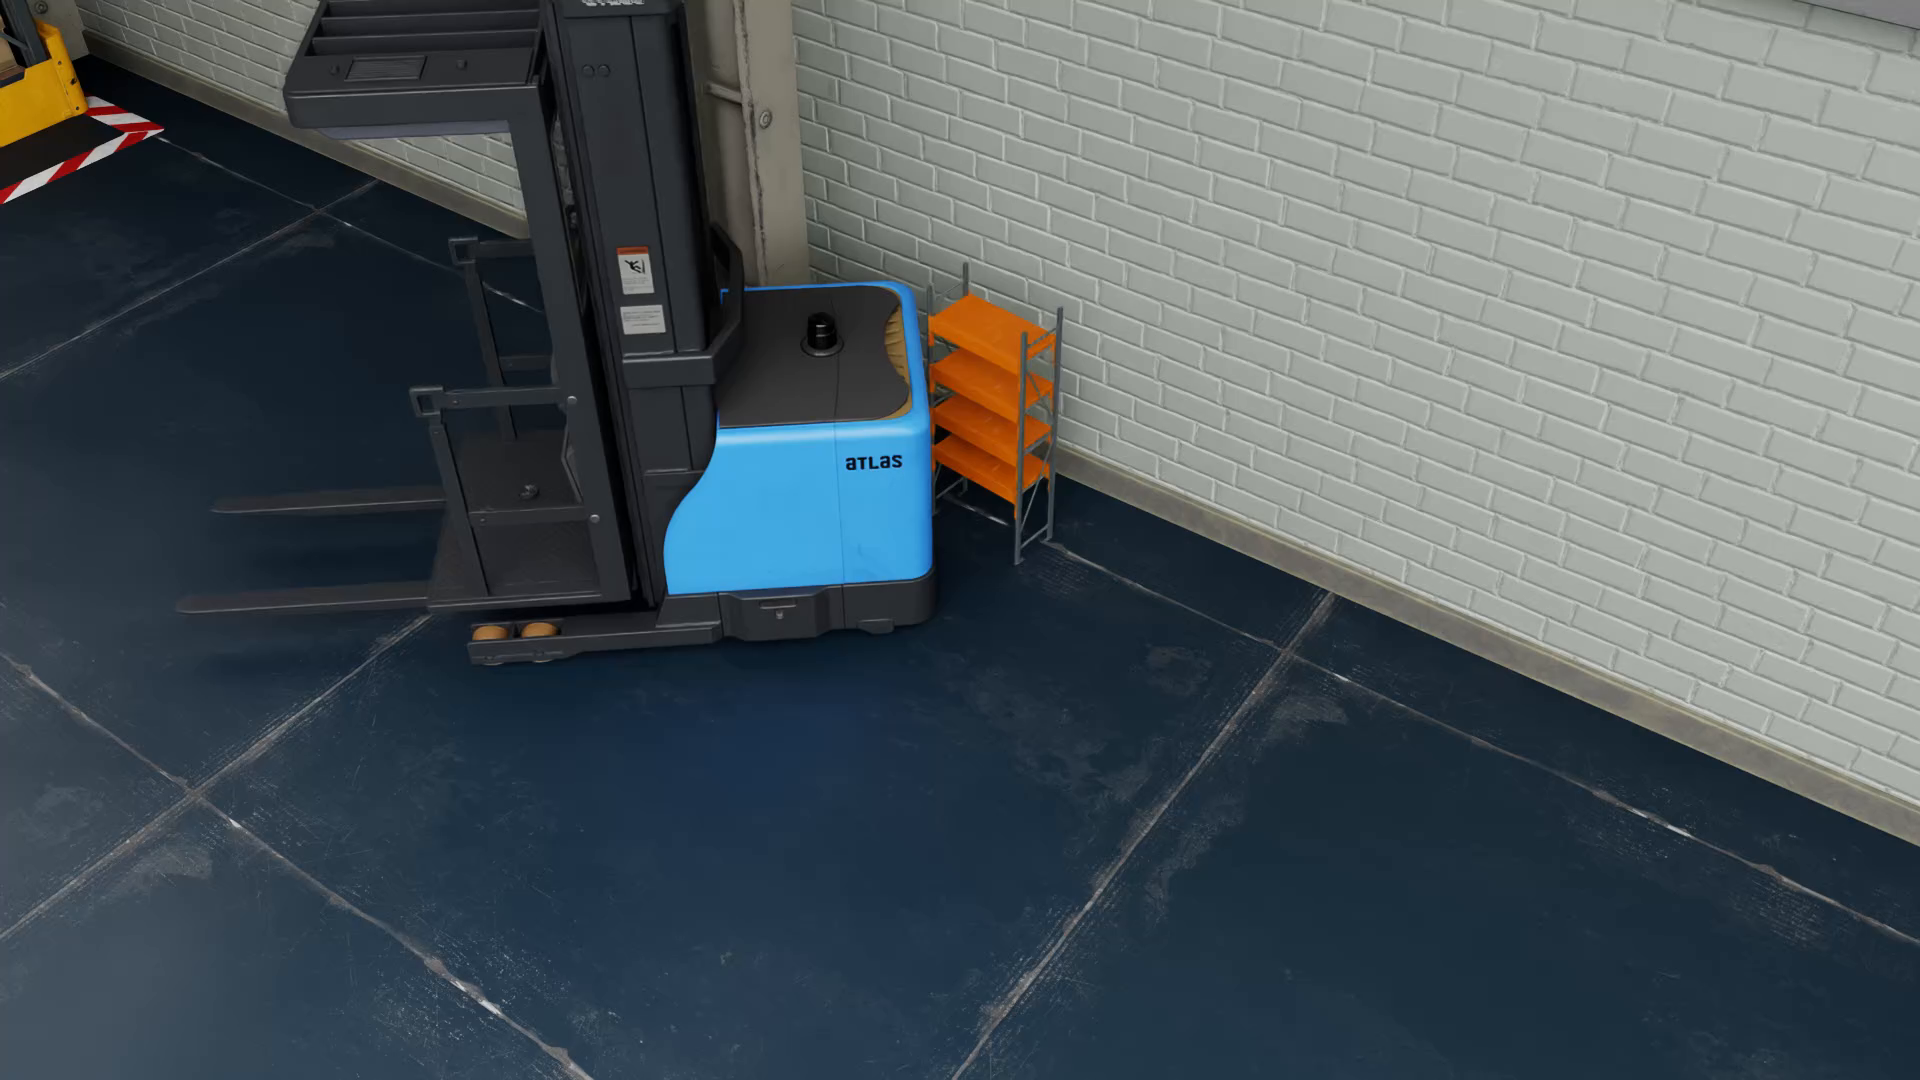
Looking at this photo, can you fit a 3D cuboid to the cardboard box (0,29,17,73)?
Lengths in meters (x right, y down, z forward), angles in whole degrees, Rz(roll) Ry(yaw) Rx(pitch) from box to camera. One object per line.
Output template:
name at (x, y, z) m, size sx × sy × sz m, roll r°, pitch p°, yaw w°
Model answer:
cardboard box at (-6.107, -2.950, 10.044) m, size 0.500 × 0.250 × 0.500 m, roll 25°, pitch 48°, yaw 25°

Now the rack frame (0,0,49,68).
rack frame at (-5.817, -3.523, 8.938) m, size 0.127 × 3.000 × 1.000 m, roll 25°, pitch 48°, yaw 25°

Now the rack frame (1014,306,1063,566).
rack frame at (0.318, -0.400, 6.797) m, size 0.015 × 1.200 × 0.240 m, roll 30°, pitch 50°, yaw 29°

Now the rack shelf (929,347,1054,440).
rack shelf at (0.134, -0.623, 6.812) m, size 0.480 × 0.148 × 0.258 m, roll 30°, pitch 50°, yaw 29°

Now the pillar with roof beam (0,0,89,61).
pillar with roof beam at (-8.342, -4.167, 5.158) m, size 0.400 × 9.000 × 9.100 m, roll 25°, pitch 48°, yaw 25°

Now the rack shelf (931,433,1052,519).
rack shelf at (0.134, -0.309, 7.094) m, size 0.480 × 0.148 × 0.258 m, roll 30°, pitch 50°, yaw 29°

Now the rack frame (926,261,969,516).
rack frame at (-0.049, -0.614, 7.037) m, size 0.015 × 1.200 × 0.240 m, roll 30°, pitch 50°, yaw 29°

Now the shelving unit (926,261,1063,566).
shelving unit at (0.134, -0.507, 6.917) m, size 0.503 × 1.200 × 0.258 m, roll 30°, pitch 50°, yaw 29°

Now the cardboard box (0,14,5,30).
cardboard box at (-6.083, -3.134, 9.876) m, size 0.500 × 0.250 × 0.500 m, roll 26°, pitch 48°, yaw 26°

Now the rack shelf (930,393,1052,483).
rack shelf at (0.134, -0.457, 6.962) m, size 0.480 × 0.148 × 0.258 m, roll 30°, pitch 50°, yaw 29°

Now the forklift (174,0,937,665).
forklift at (-1.644, -0.958, 6.123) m, size 3.031 × 2.935 × 1.130 m, roll -3°, pitch 42°, yaw -4°

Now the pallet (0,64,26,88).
pallet at (-6.467, -2.754, 10.169) m, size 1.213 × 0.211 × 1.003 m, roll 25°, pitch 48°, yaw 25°

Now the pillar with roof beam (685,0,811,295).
pillar with roof beam at (-3.429, -1.870, 2.591) m, size 0.400 × 9.000 × 9.100 m, roll 25°, pitch 48°, yaw 25°

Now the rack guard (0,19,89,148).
rack guard at (-5.797, -2.582, 9.761) m, size 0.348 × 0.500 × 1.175 m, roll 25°, pitch 48°, yaw 25°

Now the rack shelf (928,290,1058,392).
rack shelf at (0.134, -0.800, 6.655) m, size 0.480 × 0.148 × 0.258 m, roll 30°, pitch 50°, yaw 29°
